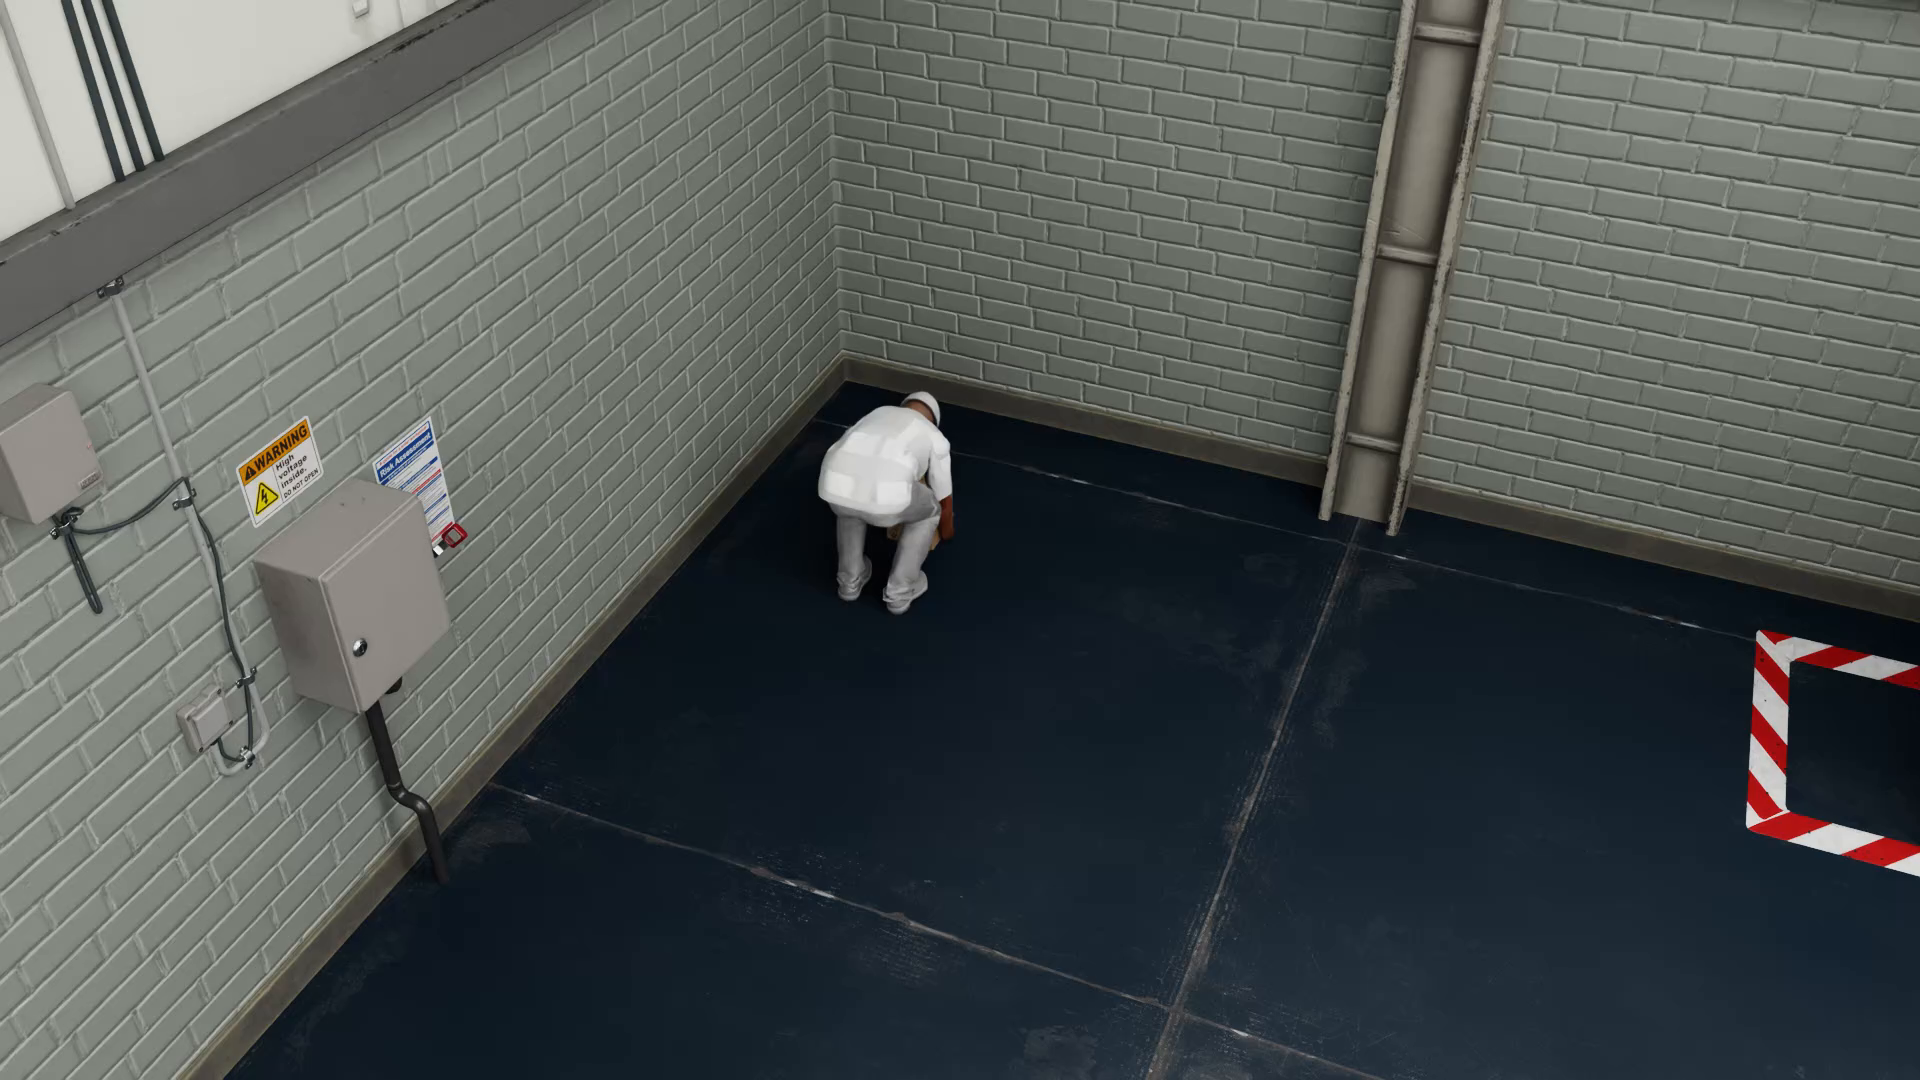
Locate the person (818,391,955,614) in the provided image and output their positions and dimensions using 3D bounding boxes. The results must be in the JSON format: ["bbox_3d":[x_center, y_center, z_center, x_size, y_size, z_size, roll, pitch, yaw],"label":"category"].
[{"bbox_3d":[-0.322,-0.223,7.801,0.510,0.915,0.976,12,39,16],"label":"person"}]
